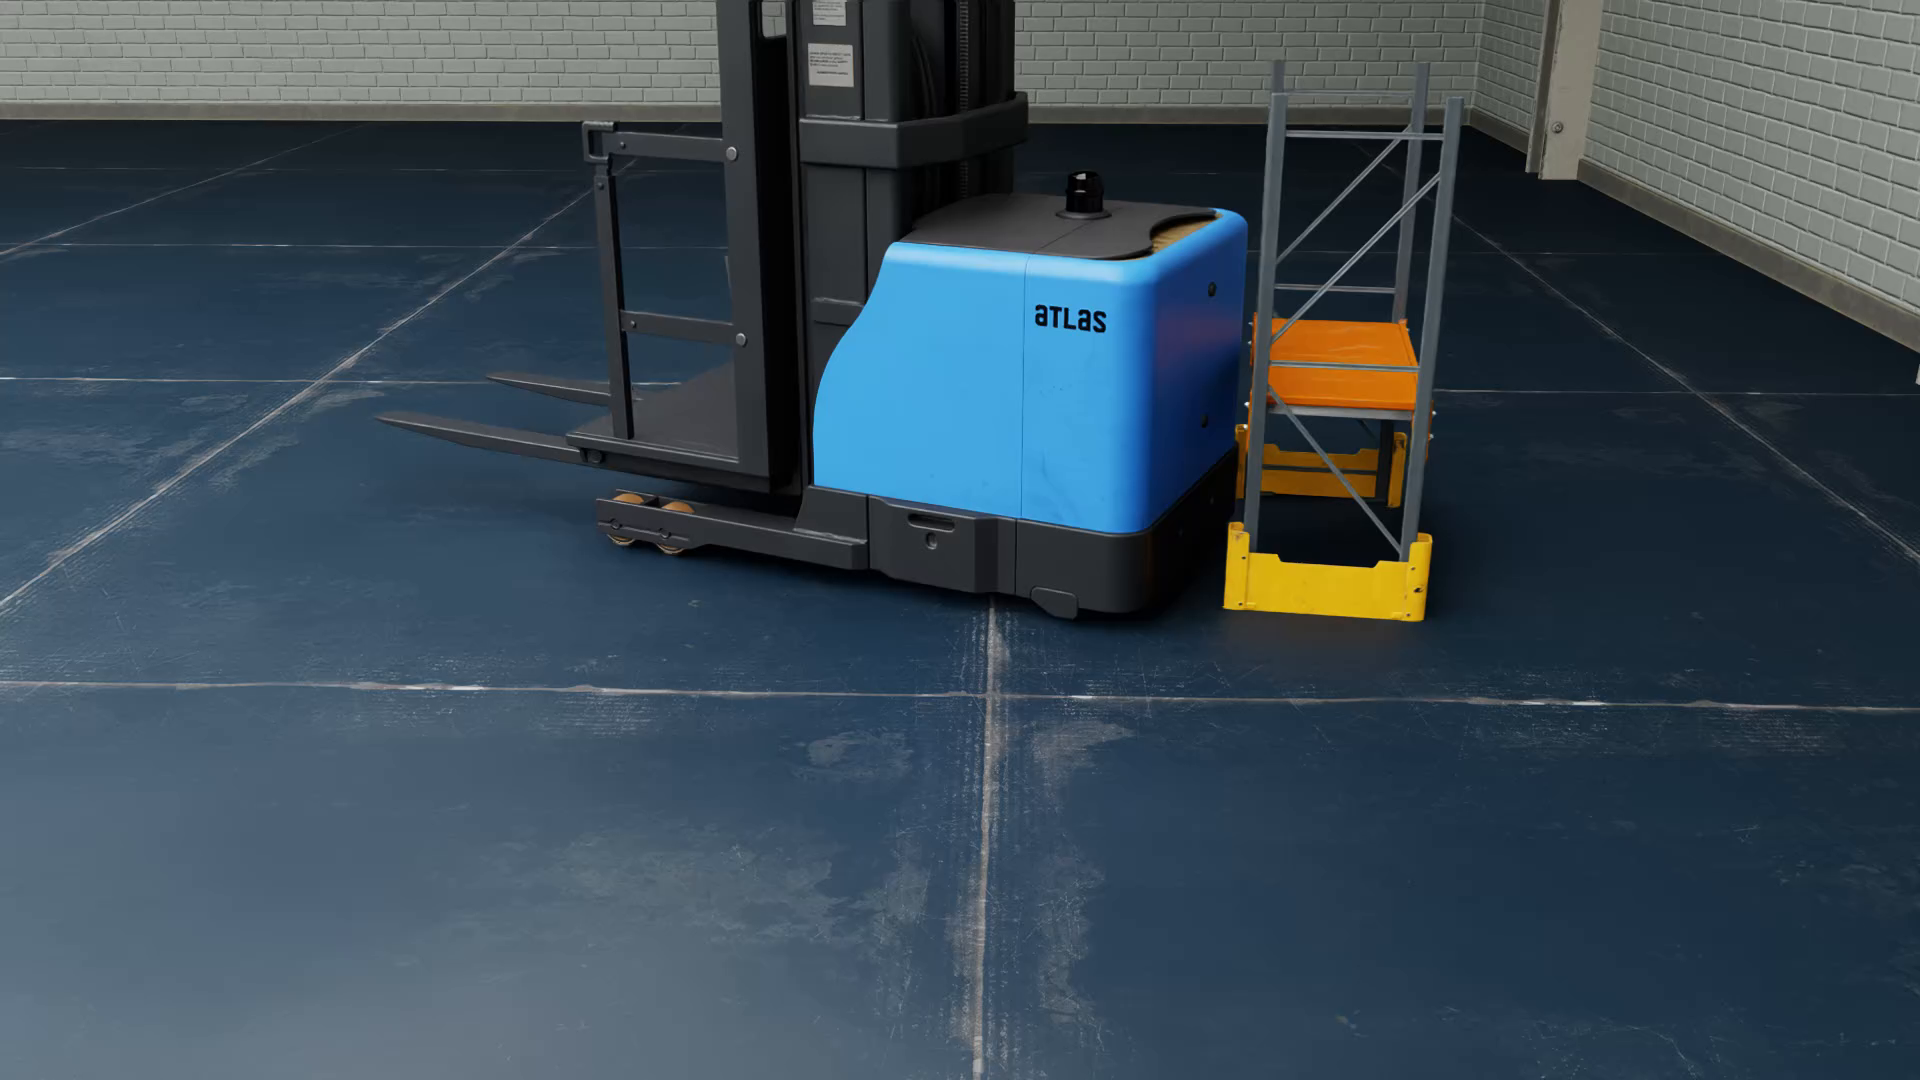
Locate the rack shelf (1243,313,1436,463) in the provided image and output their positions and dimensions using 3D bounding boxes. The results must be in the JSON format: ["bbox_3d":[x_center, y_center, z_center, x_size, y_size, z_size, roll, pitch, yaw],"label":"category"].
[{"bbox_3d":[1.175,-0.502,5.247,0.538,0.185,1.000,4,22,9],"label":"rack shelf"}]

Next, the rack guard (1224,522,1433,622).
[{"bbox_3d":[1.088,0.094,4.942,0.587,0.250,0.087,4,22,9],"label":"rack guard"}]

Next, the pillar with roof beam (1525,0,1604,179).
[{"bbox_3d":[0.231,-7.033,11.216,9.100,9.000,0.400,1,21,2],"label":"pillar with roof beam"}]

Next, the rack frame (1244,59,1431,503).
[{"bbox_3d":[1.263,-0.851,5.648,0.500,1.500,0.032,4,22,9],"label":"rack frame"}]

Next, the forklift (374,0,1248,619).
[{"bbox_3d":[-0.635,-1.482,5.297,3.031,2.935,1.130,10,23,24],"label":"forklift"}]

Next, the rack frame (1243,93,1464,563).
[{"bbox_3d":[1.087,-0.489,4.715,0.500,1.500,0.032,4,22,9],"label":"rack frame"}]

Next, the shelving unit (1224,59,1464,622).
[{"bbox_3d":[1.174,-0.666,5.173,0.587,1.500,1.083,4,22,9],"label":"shelving unit"}]

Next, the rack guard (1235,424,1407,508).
[{"bbox_3d":[1.260,-0.261,5.857,0.587,0.250,0.087,4,22,9],"label":"rack guard"}]
